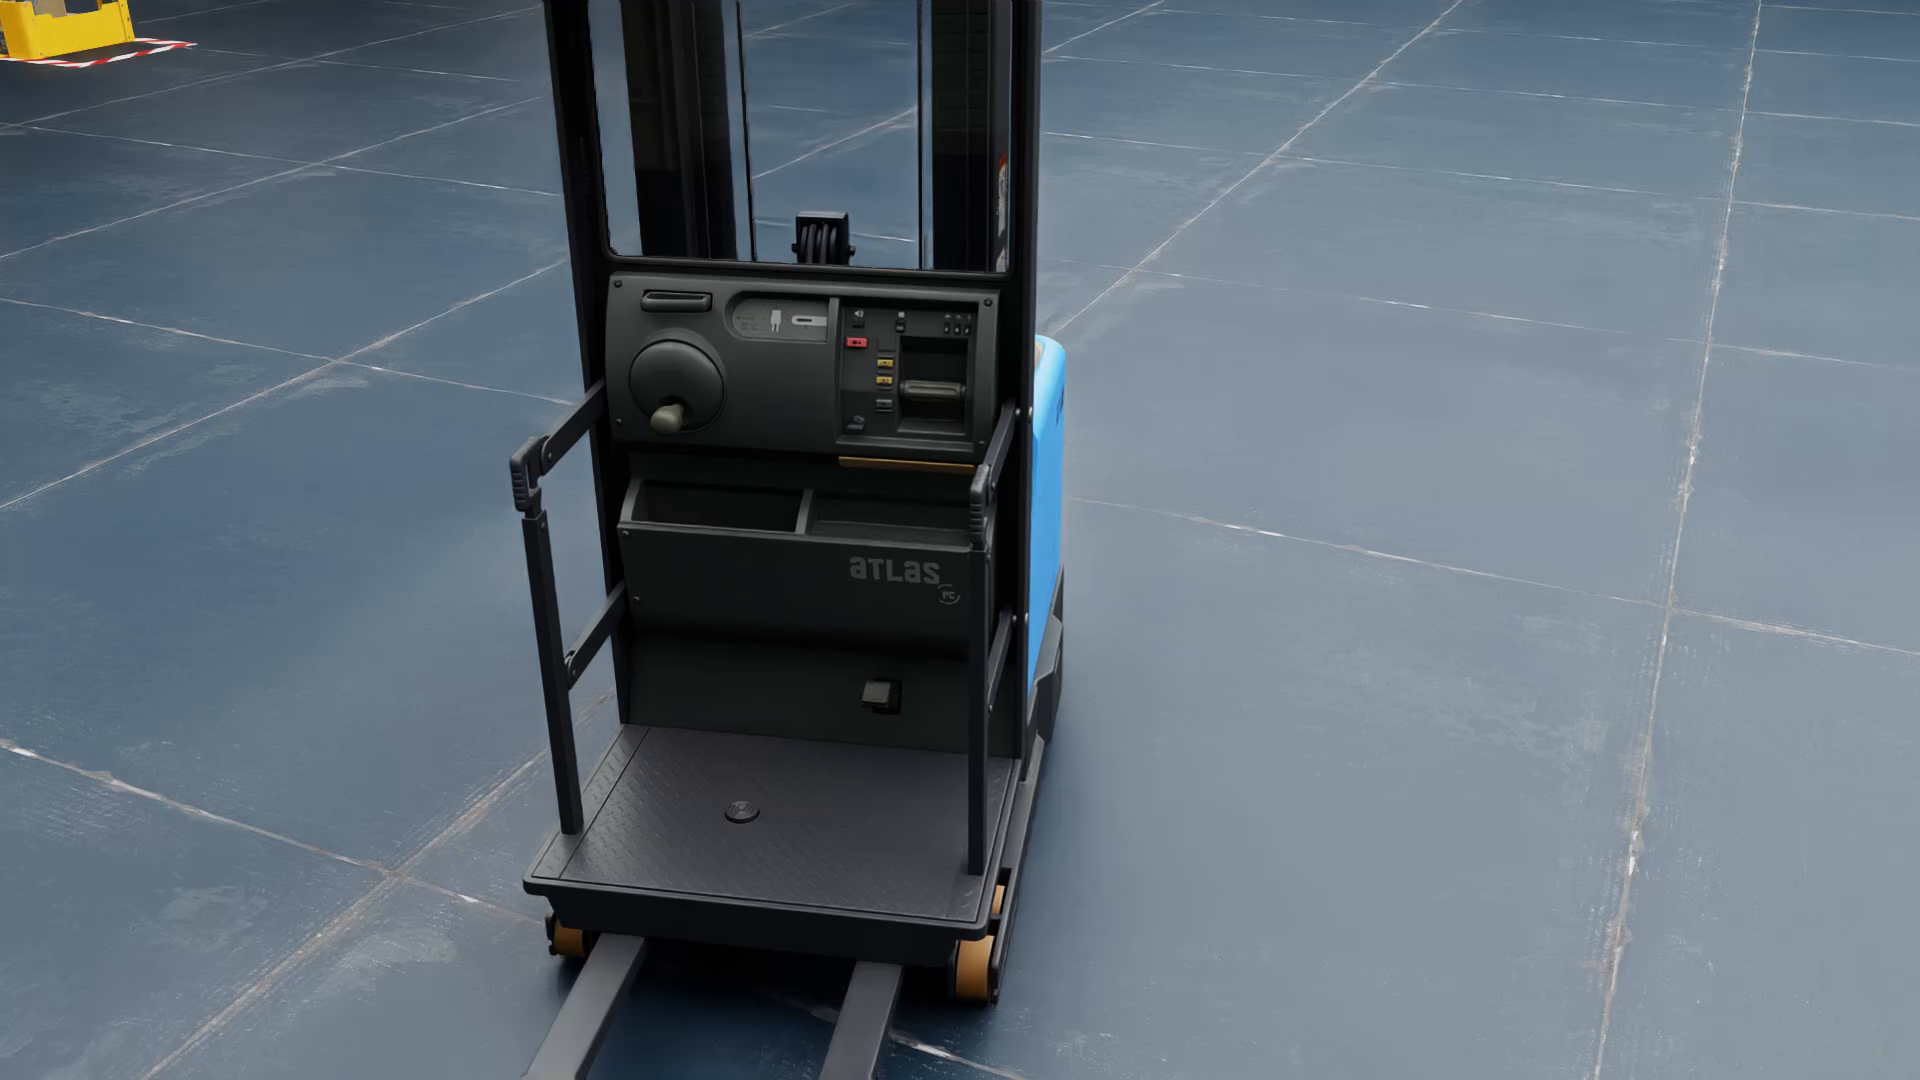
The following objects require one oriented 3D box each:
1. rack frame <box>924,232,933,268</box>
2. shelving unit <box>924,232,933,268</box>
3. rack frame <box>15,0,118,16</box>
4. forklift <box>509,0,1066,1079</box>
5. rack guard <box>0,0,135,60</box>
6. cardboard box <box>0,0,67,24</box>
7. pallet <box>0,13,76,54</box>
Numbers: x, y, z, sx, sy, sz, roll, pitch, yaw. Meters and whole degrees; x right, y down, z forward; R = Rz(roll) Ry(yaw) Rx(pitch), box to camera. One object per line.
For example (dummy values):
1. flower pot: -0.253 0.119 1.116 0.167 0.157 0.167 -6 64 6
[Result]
1. rack frame: -0.070 -0.552 6.014 0.006 1.200 0.240 11 28 22
2. shelving unit: 0.013 -0.536 5.980 0.189 1.200 0.258 11 28 22
3. rack frame: -8.263 -5.953 14.946 0.127 3.000 1.000 11 28 22
4. forklift: -0.406 -0.376 3.696 1.130 2.935 3.031 4 27 8
5. rack guard: -8.332 -4.846 15.527 0.348 0.500 1.175 11 28 22
6. cardboard box: -8.825 -5.141 15.651 0.500 0.500 0.500 17 31 31
7. pallet: -9.057 -4.879 15.921 1.213 0.211 1.003 11 28 22
